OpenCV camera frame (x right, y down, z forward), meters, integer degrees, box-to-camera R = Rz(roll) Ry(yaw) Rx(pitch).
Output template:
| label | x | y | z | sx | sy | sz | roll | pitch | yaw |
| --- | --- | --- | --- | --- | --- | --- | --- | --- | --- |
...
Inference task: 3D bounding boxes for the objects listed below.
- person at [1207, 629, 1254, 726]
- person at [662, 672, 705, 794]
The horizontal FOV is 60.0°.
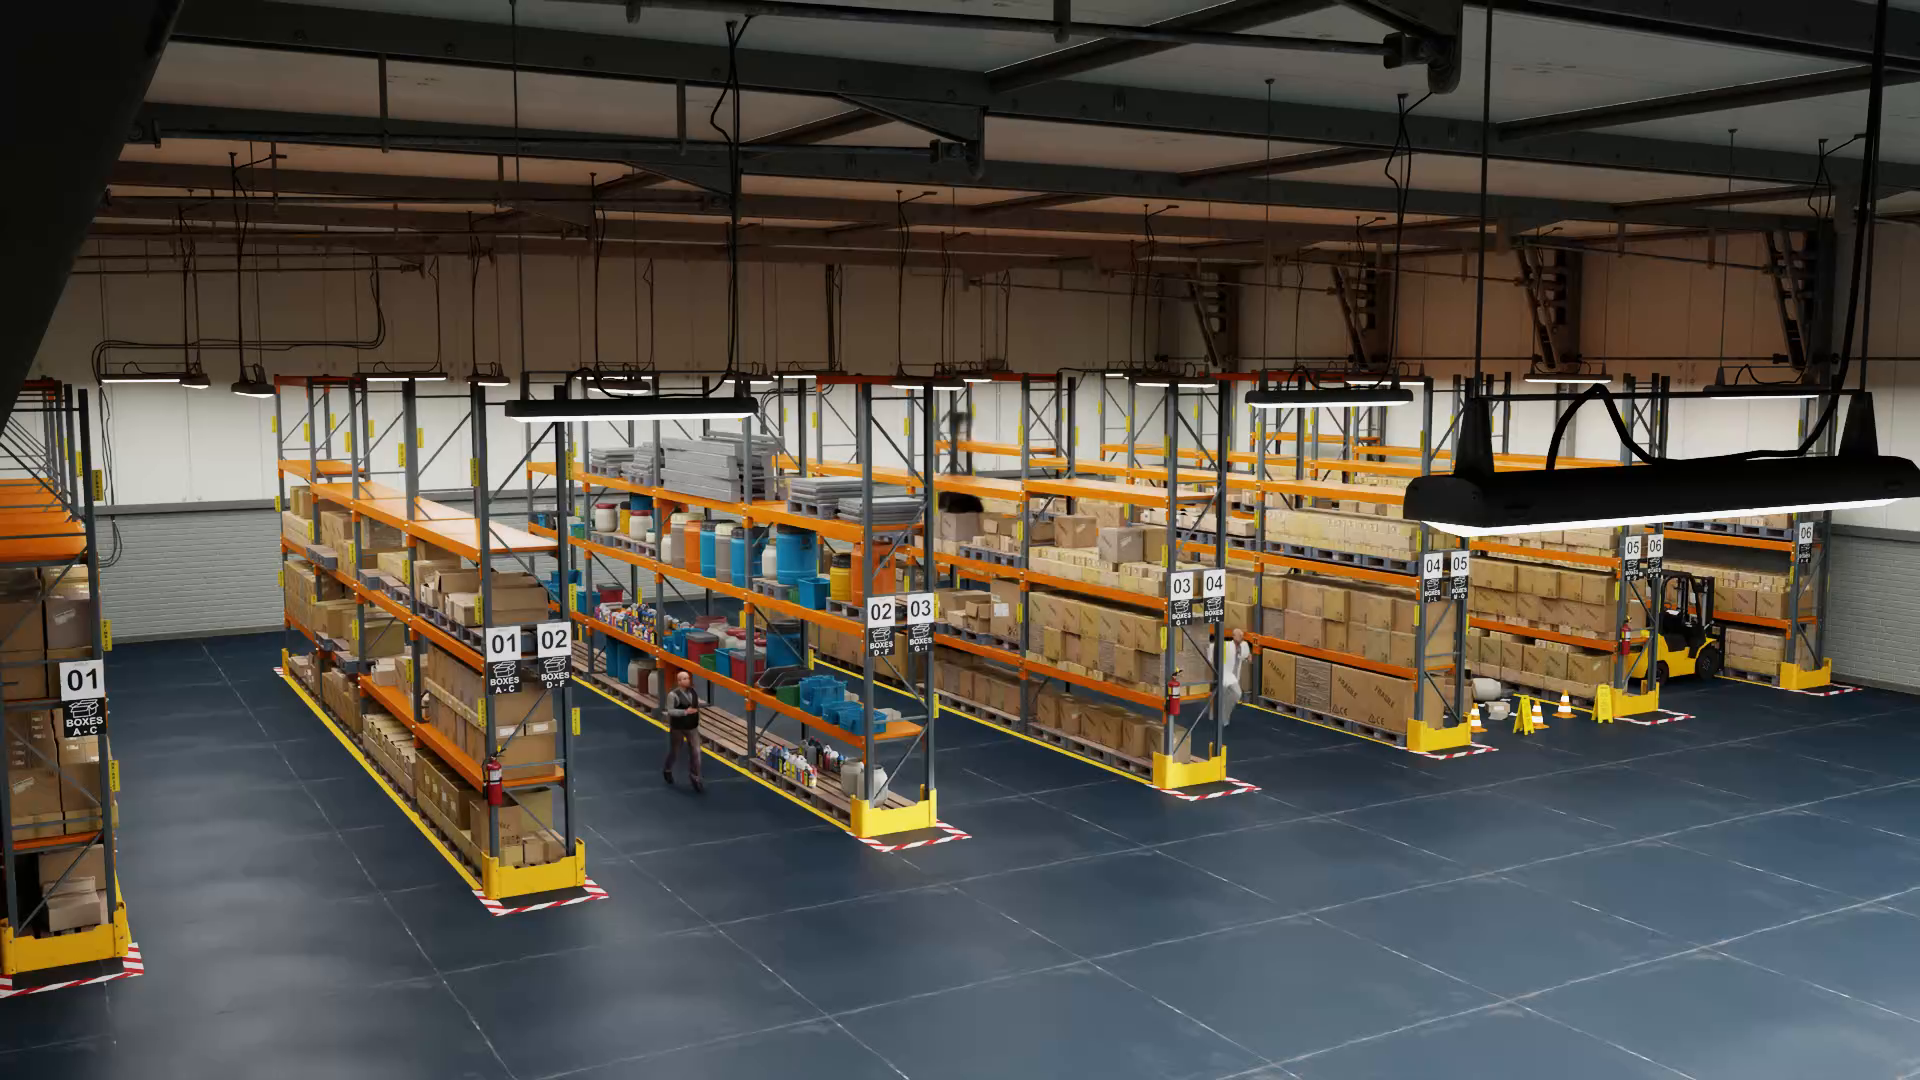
| label | x | y | z | sx | sy | sz | roll | pitch | yaw |
| --- | --- | --- | --- | --- | --- | --- | --- | --- | --- |
| person | 4.619 | 2.345 | 28.502 | 0.690 | 1.706 | 0.956 | -5 | 8 | -37 |
| person | -4.071 | 2.789 | 24.404 | 0.635 | 1.751 | 0.907 | -6 | 8 | -42 |
